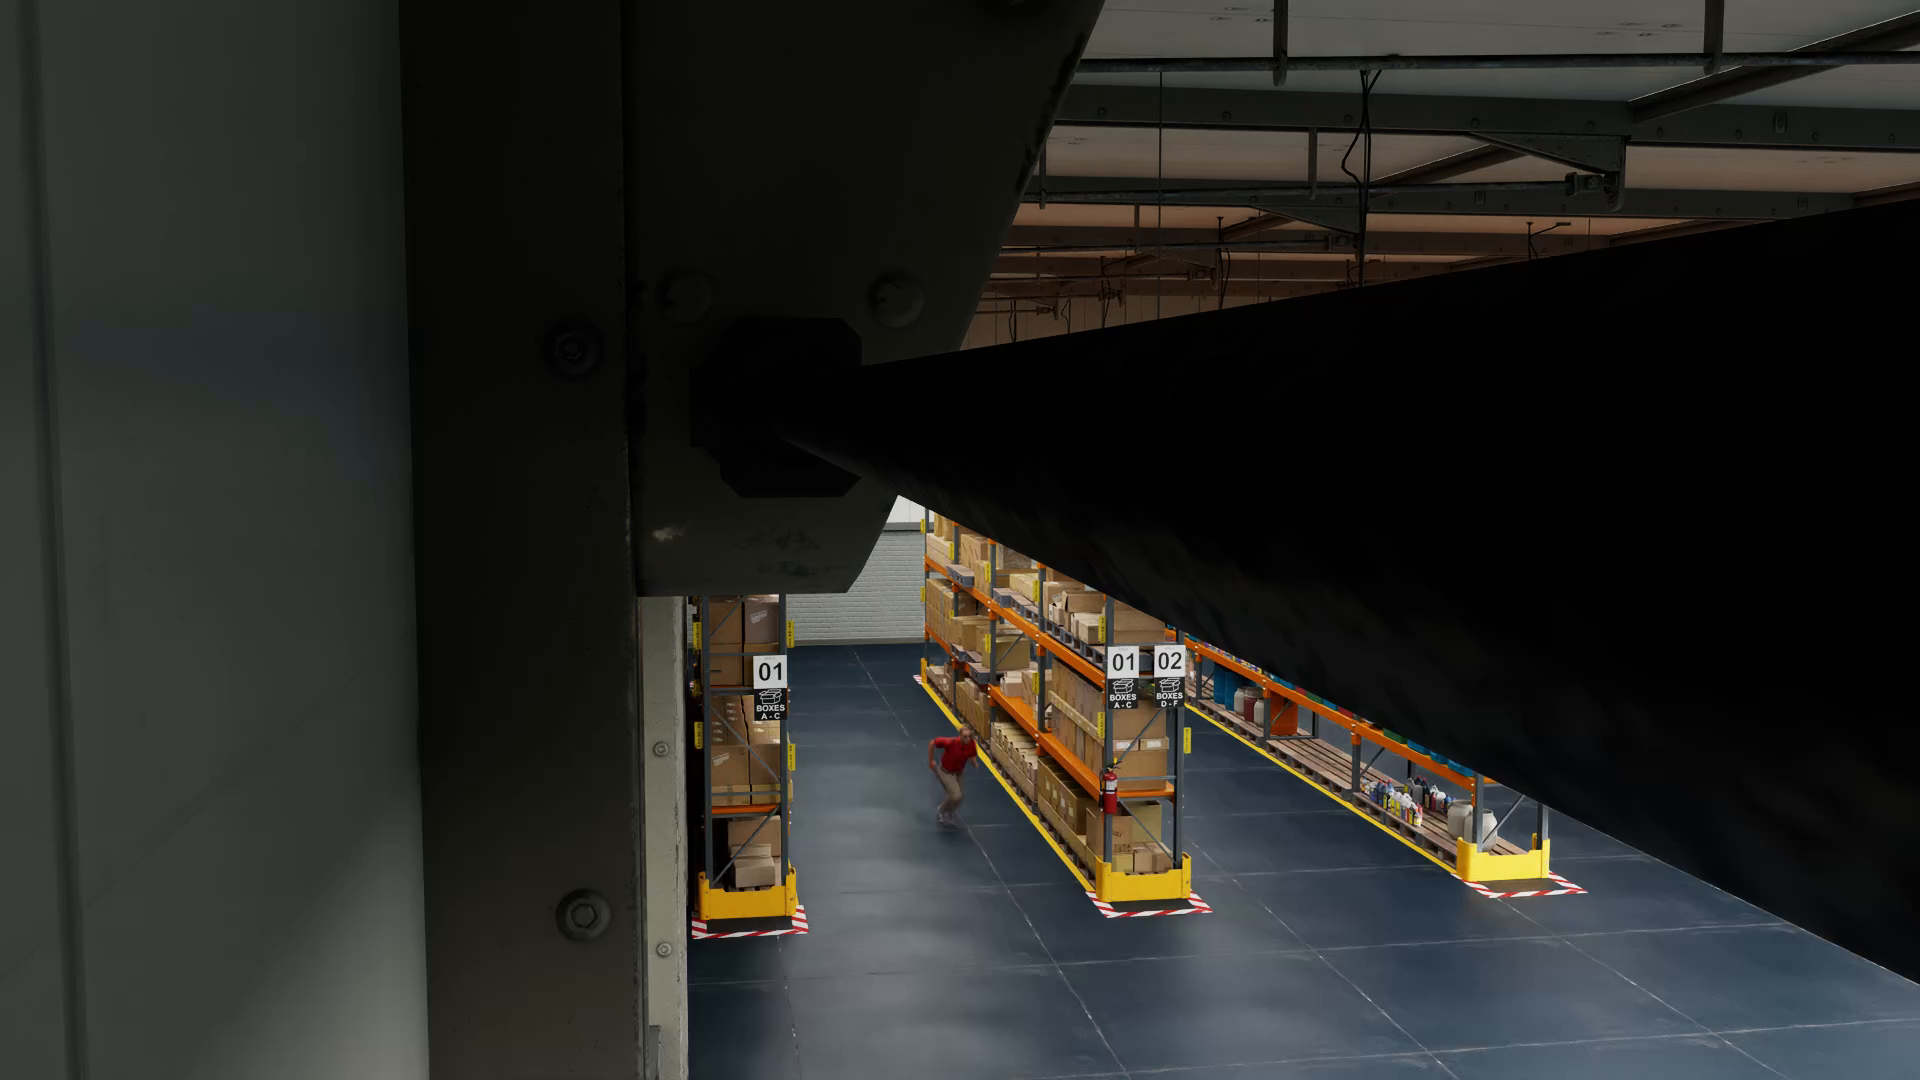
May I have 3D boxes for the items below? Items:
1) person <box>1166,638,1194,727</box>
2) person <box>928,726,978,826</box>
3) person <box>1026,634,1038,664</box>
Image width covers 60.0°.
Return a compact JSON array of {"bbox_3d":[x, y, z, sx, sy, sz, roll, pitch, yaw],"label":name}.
[{"bbox_3d":[4.013,2.715,30.953,0.675,1.826,0.938,0,5,-2],"label":"person"},{"bbox_3d":[-0.110,3.427,24.104,0.698,1.552,0.936,-4,6,-35],"label":"person"},{"bbox_3d":[1.501,2.281,36.780,0.528,1.581,0.844,-4,7,-40],"label":"person"}]
